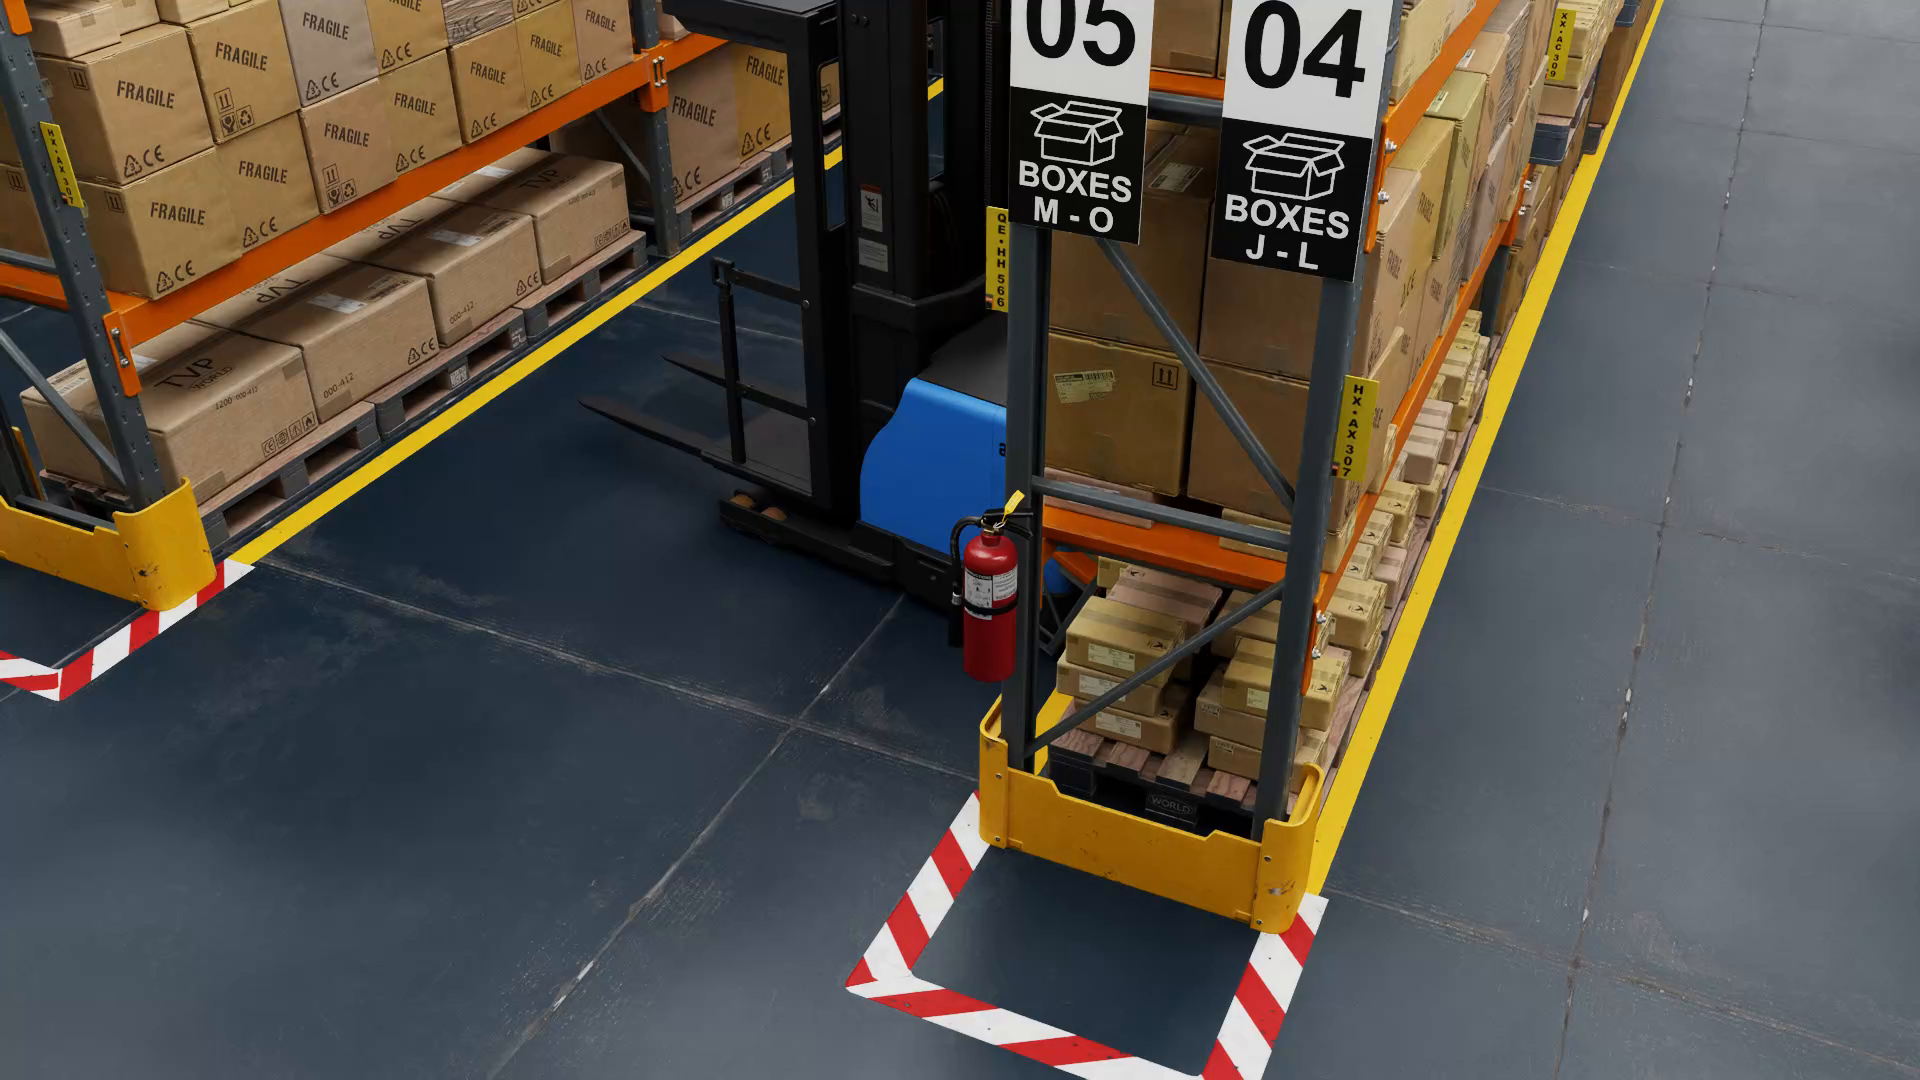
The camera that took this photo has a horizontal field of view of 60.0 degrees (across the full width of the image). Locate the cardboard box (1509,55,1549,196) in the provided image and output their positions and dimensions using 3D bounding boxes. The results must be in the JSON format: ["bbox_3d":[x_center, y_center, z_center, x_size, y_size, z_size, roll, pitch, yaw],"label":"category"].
[{"bbox_3d":[2.347,-1.927,7.591,0.500,0.500,0.500,14,36,21],"label":"cardboard box"}]

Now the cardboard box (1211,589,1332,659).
[{"bbox_3d":[1.154,0.345,6.162,0.380,0.149,0.250,15,36,21],"label":"cardboard box"}]

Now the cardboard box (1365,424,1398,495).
[{"bbox_3d":[1.283,-0.313,5.722,0.380,0.149,0.250,13,35,19],"label":"cardboard box"}]

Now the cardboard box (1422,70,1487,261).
[{"bbox_3d":[1.492,-1.328,5.766,0.500,0.500,0.500,13,36,19],"label":"cardboard box"}]

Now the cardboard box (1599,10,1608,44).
[{"bbox_3d":[3.198,-2.740,8.768,0.380,0.149,0.250,13,35,18],"label":"cardboard box"}]

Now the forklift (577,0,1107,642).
[{"bbox_3d":[-0.513,-1.424,7.248,3.031,2.935,1.130,21,39,29],"label":"forklift"}]

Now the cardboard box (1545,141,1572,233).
[{"bbox_3d":[3.502,-2.276,10.383,0.500,0.500,0.500,13,35,18],"label":"cardboard box"}]

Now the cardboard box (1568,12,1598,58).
[{"bbox_3d":[2.876,-2.477,8.095,0.380,0.149,0.250,16,37,23],"label":"cardboard box"}]

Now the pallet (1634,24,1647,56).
[{"bbox_3d":[5.386,-4.483,14.395,1.003,0.211,1.213,14,36,20],"label":"pallet"}]

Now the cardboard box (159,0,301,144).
[{"bbox_3d":[-3.249,-2.052,7.141,0.500,0.500,0.500,13,35,19],"label":"cardboard box"}]

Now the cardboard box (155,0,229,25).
[{"bbox_3d":[-3.261,-2.254,6.858,0.380,0.149,0.250,15,36,22],"label":"cardboard box"}]

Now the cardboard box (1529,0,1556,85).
[{"bbox_3d":[2.342,-2.355,7.331,0.500,0.500,0.500,13,35,19],"label":"cardboard box"}]

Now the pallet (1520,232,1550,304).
[{"bbox_3d":[3.127,-1.898,10.453,1.003,0.211,1.213,14,36,20],"label":"pallet"}]

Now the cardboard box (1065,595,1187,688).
[{"bbox_3d":[0.611,0.372,6.122,0.380,0.149,0.250,15,36,21],"label":"cardboard box"}]

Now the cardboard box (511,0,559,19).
[{"bbox_3d":[-2.411,-3.063,8.682,0.500,0.500,0.500,14,36,20],"label":"cardboard box"}]

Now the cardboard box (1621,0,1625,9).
[{"bbox_3d":[3.746,-3.269,9.846,0.380,0.149,0.250,13,35,18],"label":"cardboard box"}]

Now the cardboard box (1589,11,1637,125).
[{"bbox_3d":[4.303,-3.576,12.137,1.050,0.750,0.750,14,36,20],"label":"cardboard box"}]

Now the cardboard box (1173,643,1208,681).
[{"bbox_3d":[0.740,0.372,6.393,0.380,0.149,0.250,13,36,19],"label":"cardboard box"}]

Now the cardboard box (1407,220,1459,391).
[{"bbox_3d":[1.476,-0.914,6.046,0.500,0.500,0.500,15,36,21],"label":"cardboard box"}]

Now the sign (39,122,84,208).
[{"bbox_3d":[-3.417,-1.425,6.325,0.100,0.325,0.005,14,36,20],"label":"sign"}]

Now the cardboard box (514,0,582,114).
[{"bbox_3d":[-2.417,-2.646,8.959,0.500,0.500,0.500,13,36,19],"label":"cardboard box"}]

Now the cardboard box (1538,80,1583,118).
[{"bbox_3d":[2.876,-2.228,8.258,0.380,0.149,0.250,12,35,18],"label":"cardboard box"}]

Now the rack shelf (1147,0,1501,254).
[{"bbox_3d":[1.456,-2.024,6.022,1.077,0.370,4.000,14,36,20],"label":"rack shelf"}]

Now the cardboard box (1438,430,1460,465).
[{"bbox_3d":[2.202,-0.520,8.024,0.380,0.149,0.250,13,35,19],"label":"cardboard box"}]

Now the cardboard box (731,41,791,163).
[{"bbox_3d":[-1.687,-3.218,11.476,0.875,0.875,0.875,15,36,22],"label":"cardboard box"}]

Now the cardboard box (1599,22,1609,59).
[{"bbox_3d":[3.307,-2.742,9.043,0.380,0.149,0.250,13,35,18],"label":"cardboard box"}]

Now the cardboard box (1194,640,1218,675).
[{"bbox_3d":[0.855,0.369,6.669,0.380,0.149,0.250,14,36,20],"label":"cardboard box"}]

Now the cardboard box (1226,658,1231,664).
[{"bbox_3d":[1.165,0.606,6.308,0.380,0.149,0.250,14,36,20],"label":"cardboard box"}]

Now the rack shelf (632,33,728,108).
[{"bbox_3d":[-1.408,-3.847,11.538,1.077,0.370,4.000,14,36,20],"label":"rack shelf"}]

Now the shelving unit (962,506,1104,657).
[{"bbox_3d":[0.666,-0.269,6.967,0.538,1.125,1.048,38,44,9],"label":"shelving unit"}]

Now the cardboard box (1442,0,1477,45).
[{"bbox_3d":[1.264,-1.692,4.997,0.500,0.250,0.500,15,36,22],"label":"cardboard box"}]

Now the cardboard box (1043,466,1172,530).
[{"bbox_3d":[0.499,-0.197,5.543,0.380,0.149,0.250,14,36,21],"label":"cardboard box"}]

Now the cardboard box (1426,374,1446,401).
[{"bbox_3d":[2.033,-0.689,7.739,0.380,0.149,0.250,15,36,22],"label":"cardboard box"}]

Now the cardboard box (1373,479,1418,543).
[{"bbox_3d":[1.680,-0.150,6.917,0.380,0.149,0.250,15,36,21],"label":"cardboard box"}]

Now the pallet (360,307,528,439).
[{"bbox_3d":[-3.143,-1.015,9.106,1.003,0.211,1.213,14,36,20],"label":"pallet"}]

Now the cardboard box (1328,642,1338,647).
[{"bbox_3d":[1.260,0.350,6.426,0.380,0.149,0.250,15,36,21],"label":"cardboard box"}]

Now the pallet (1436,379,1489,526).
[{"bbox_3d":[2.044,-0.558,8.408,1.003,0.211,1.213,14,36,20],"label":"pallet"}]

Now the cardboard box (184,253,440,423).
[{"bbox_3d":[-3.358,-1.073,8.605,0.875,0.438,0.875,15,36,22],"label":"cardboard box"}]

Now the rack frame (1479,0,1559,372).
[{"bbox_3d":[2.293,-2.067,8.166,1.000,3.000,0.127,14,36,20],"label":"rack frame"}]

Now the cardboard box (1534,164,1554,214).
[{"bbox_3d":[3.063,-2.084,9.405,0.500,0.250,0.500,15,36,22],"label":"cardboard box"}]

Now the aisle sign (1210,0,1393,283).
[{"bbox_3d":[0.862,-1.056,4.255,0.394,0.787,0.004,14,36,20],"label":"aisle sign"}]

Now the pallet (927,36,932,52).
[{"bbox_3d":[-0.243,-4.367,14.217,1.003,0.211,1.213,14,36,20],"label":"pallet"}]

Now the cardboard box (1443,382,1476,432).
[{"bbox_3d":[2.252,-0.669,7.981,0.380,0.149,0.250,13,35,19],"label":"cardboard box"}]

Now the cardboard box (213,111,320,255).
[{"bbox_3d":[-3.271,-1.633,7.414,0.500,0.500,0.500,14,36,20],"label":"cardboard box"}]

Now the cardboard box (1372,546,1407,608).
[{"bbox_3d":[1.672,0.125,7.041,0.380,0.149,0.250,12,35,18],"label":"cardboard box"}]
